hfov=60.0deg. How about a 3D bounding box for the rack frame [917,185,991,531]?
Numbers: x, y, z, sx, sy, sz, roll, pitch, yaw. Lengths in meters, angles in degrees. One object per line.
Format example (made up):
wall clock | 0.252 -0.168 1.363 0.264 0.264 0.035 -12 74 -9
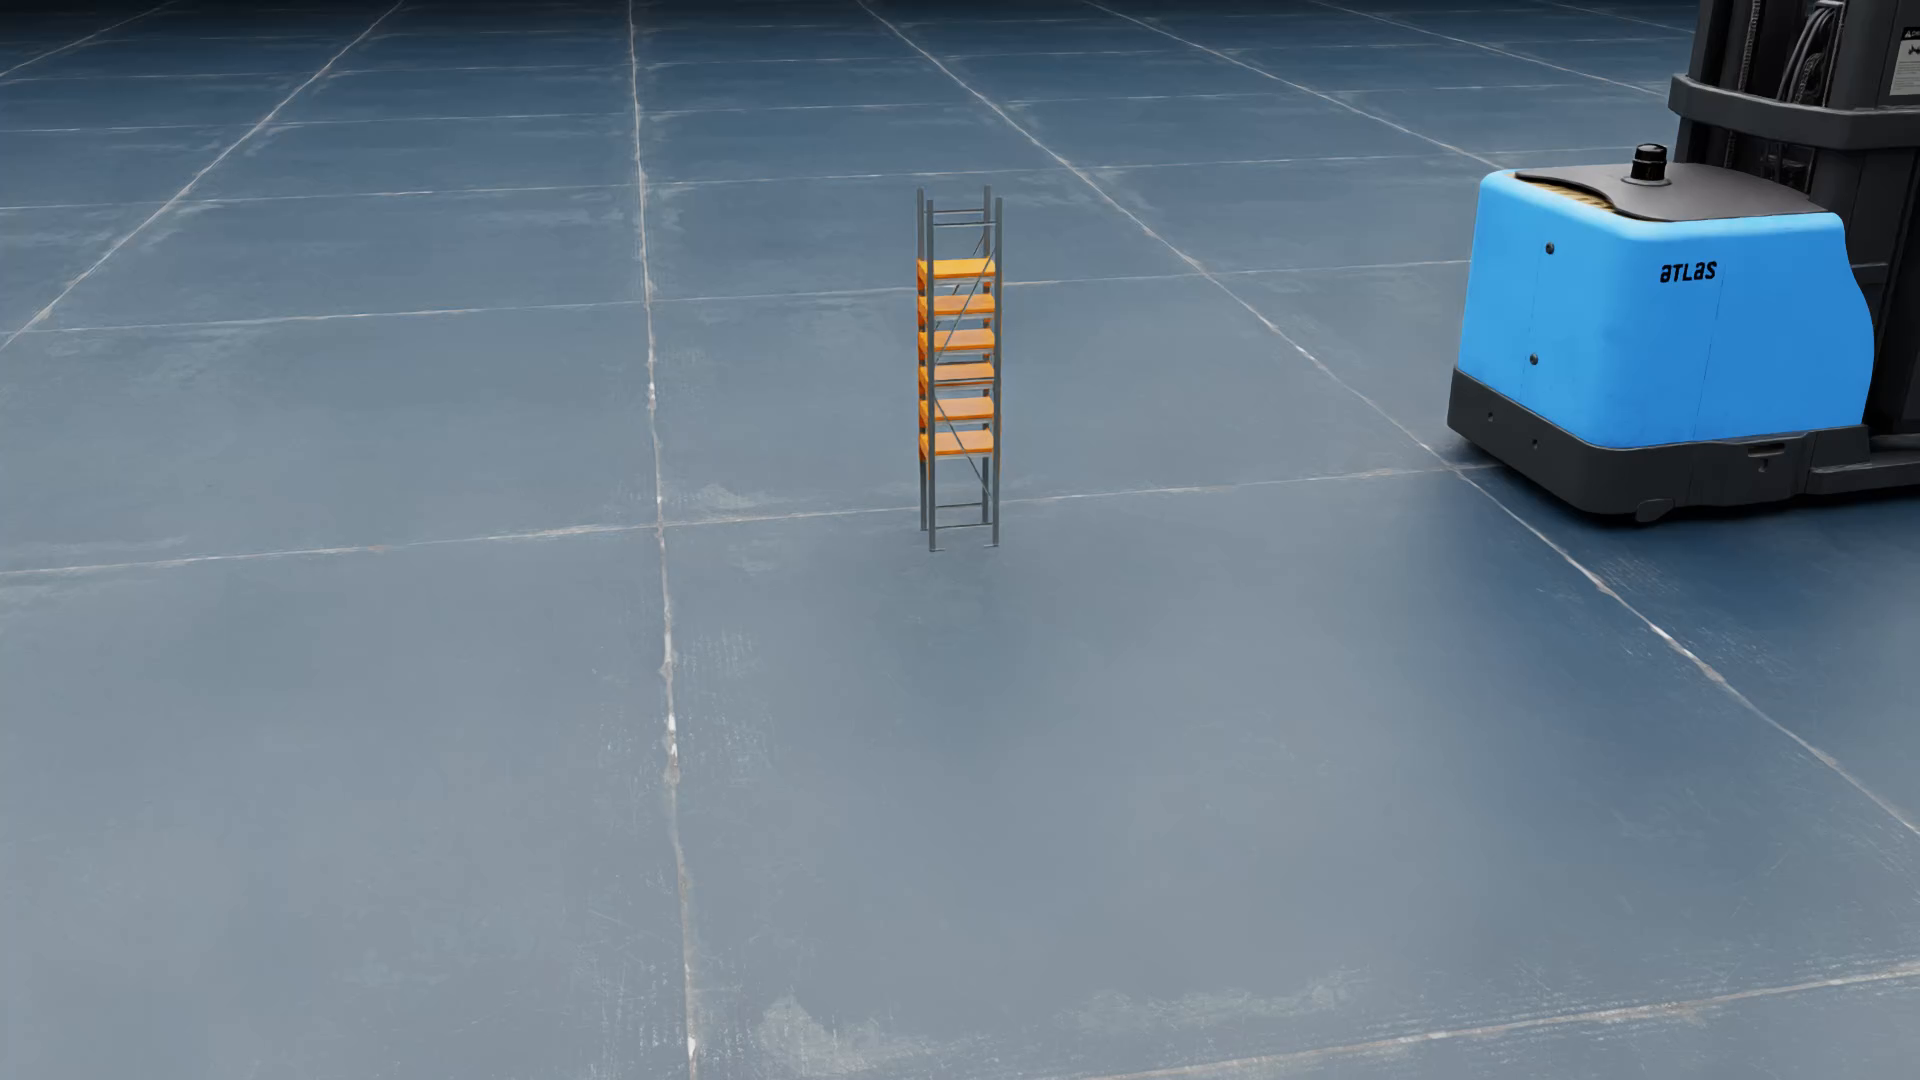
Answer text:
rack frame | -0.020 -0.592 5.605 0.240 1.200 0.006 -4 24 -10

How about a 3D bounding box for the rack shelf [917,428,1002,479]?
rack shelf | -0.003 -0.295 5.637 0.258 0.103 0.180 -4 24 -10

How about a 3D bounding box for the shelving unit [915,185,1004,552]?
shelving unit | -0.003 -0.556 5.523 0.258 1.200 0.189 -4 24 -10

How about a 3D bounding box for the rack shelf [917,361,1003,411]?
rack shelf | -0.003 -0.515 5.541 0.258 0.103 0.180 -4 24 -10

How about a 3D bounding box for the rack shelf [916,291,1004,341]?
rack shelf | -0.003 -0.735 5.445 0.258 0.103 0.180 -4 24 -10

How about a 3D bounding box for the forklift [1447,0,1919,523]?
forklift | 3.512 -1.712 6.008 3.031 2.935 1.130 -6 24 -13

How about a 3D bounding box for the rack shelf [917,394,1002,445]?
rack shelf | -0.003 -0.405 5.589 0.258 0.103 0.180 -4 24 -10

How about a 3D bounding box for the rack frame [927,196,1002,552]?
rack frame | 0.014 -0.520 5.440 0.240 1.200 0.006 -4 24 -10

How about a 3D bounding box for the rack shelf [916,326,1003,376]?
rack shelf | -0.003 -0.625 5.493 0.258 0.103 0.180 -4 24 -10

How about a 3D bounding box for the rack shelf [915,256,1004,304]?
rack shelf | -0.003 -0.845 5.397 0.258 0.103 0.180 -4 24 -10
